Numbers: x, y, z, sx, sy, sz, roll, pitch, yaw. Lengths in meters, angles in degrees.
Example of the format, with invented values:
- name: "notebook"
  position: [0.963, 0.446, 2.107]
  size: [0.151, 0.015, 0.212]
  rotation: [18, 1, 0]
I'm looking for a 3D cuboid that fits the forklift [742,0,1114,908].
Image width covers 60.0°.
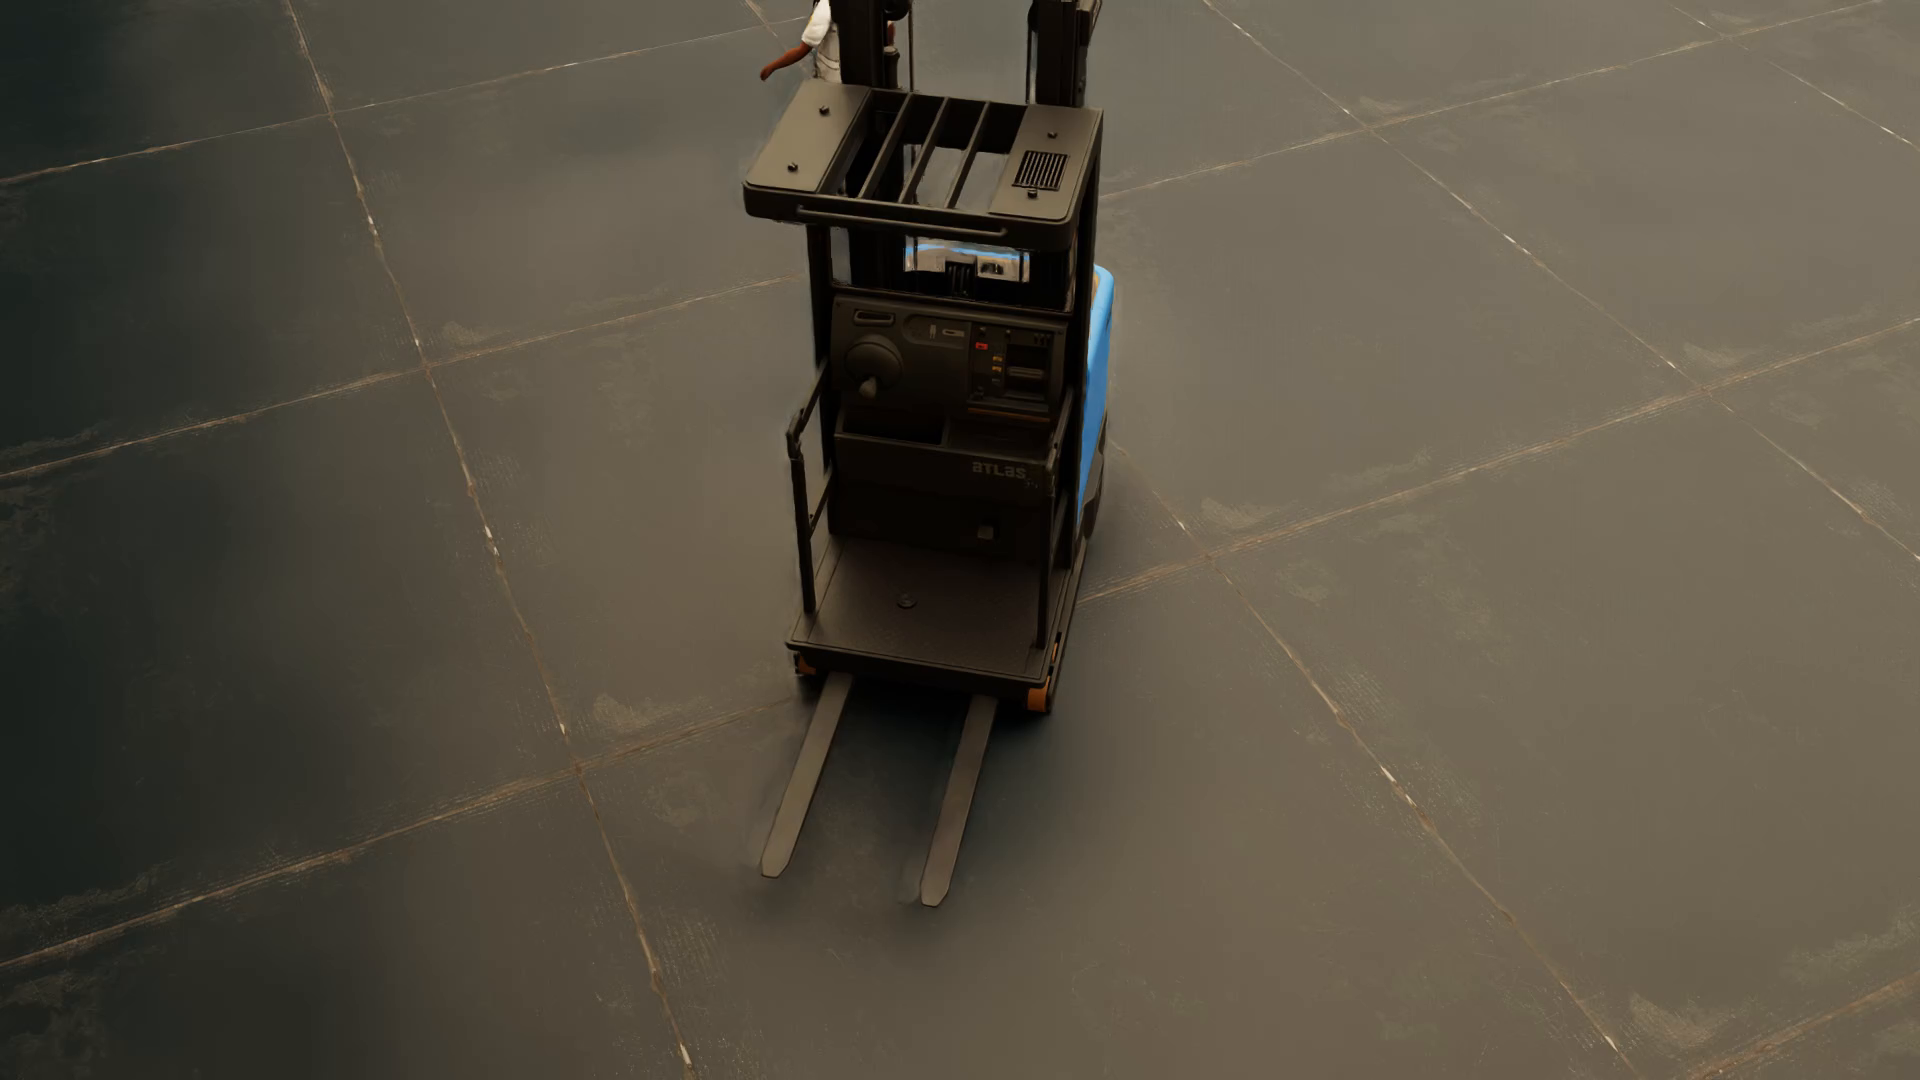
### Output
- name: "forklift"
  position: [-0.093, -0.626, 6.351]
  size: [1.130, 2.935, 3.031]
  rotation: [8, 44, 9]

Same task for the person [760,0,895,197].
- name: "person"
  position: [-0.681, -2.597, 9.447]
  size: [0.834, 1.682, 0.459]
  rotation: [-27, 49, -26]
